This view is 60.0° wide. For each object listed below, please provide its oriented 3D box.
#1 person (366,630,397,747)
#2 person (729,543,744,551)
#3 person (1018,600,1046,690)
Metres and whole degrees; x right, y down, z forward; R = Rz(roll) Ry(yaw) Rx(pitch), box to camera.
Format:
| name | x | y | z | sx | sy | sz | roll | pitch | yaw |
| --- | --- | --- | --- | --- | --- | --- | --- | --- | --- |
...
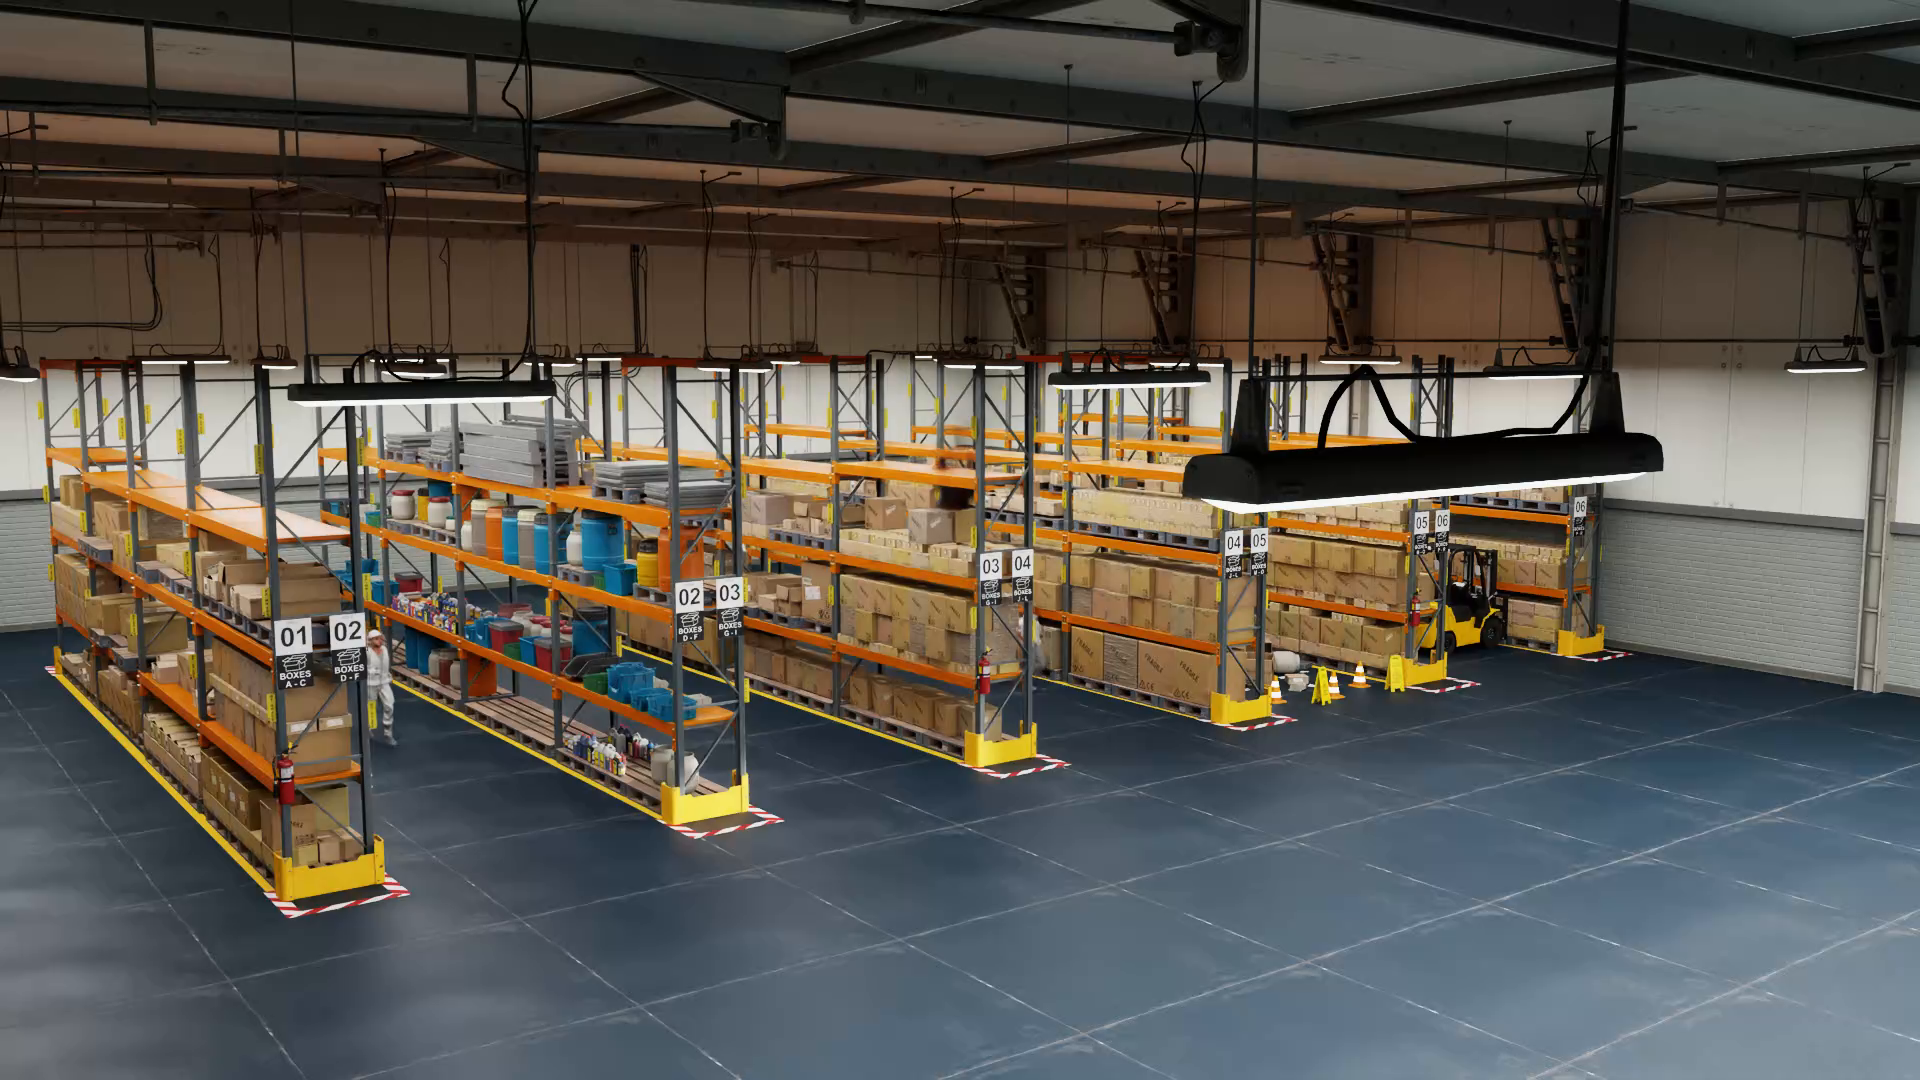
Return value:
| name | x | y | z | sx | sy | sz | roll | pitch | yaw |
| --- | --- | --- | --- | --- | --- | --- | --- | --- | --- |
| person | -9.188 | 2.309 | 26.122 | 0.631 | 1.830 | 0.813 | -7 | 9 | -43 |
| person | -5.714 | 0.534 | 41.583 | 0.754 | 1.613 | 0.896 | -5 | 8 | -35 |
| person | 1.320 | 1.905 | 30.042 | 0.550 | 1.655 | 0.512 | -6 | 9 | -40 |
